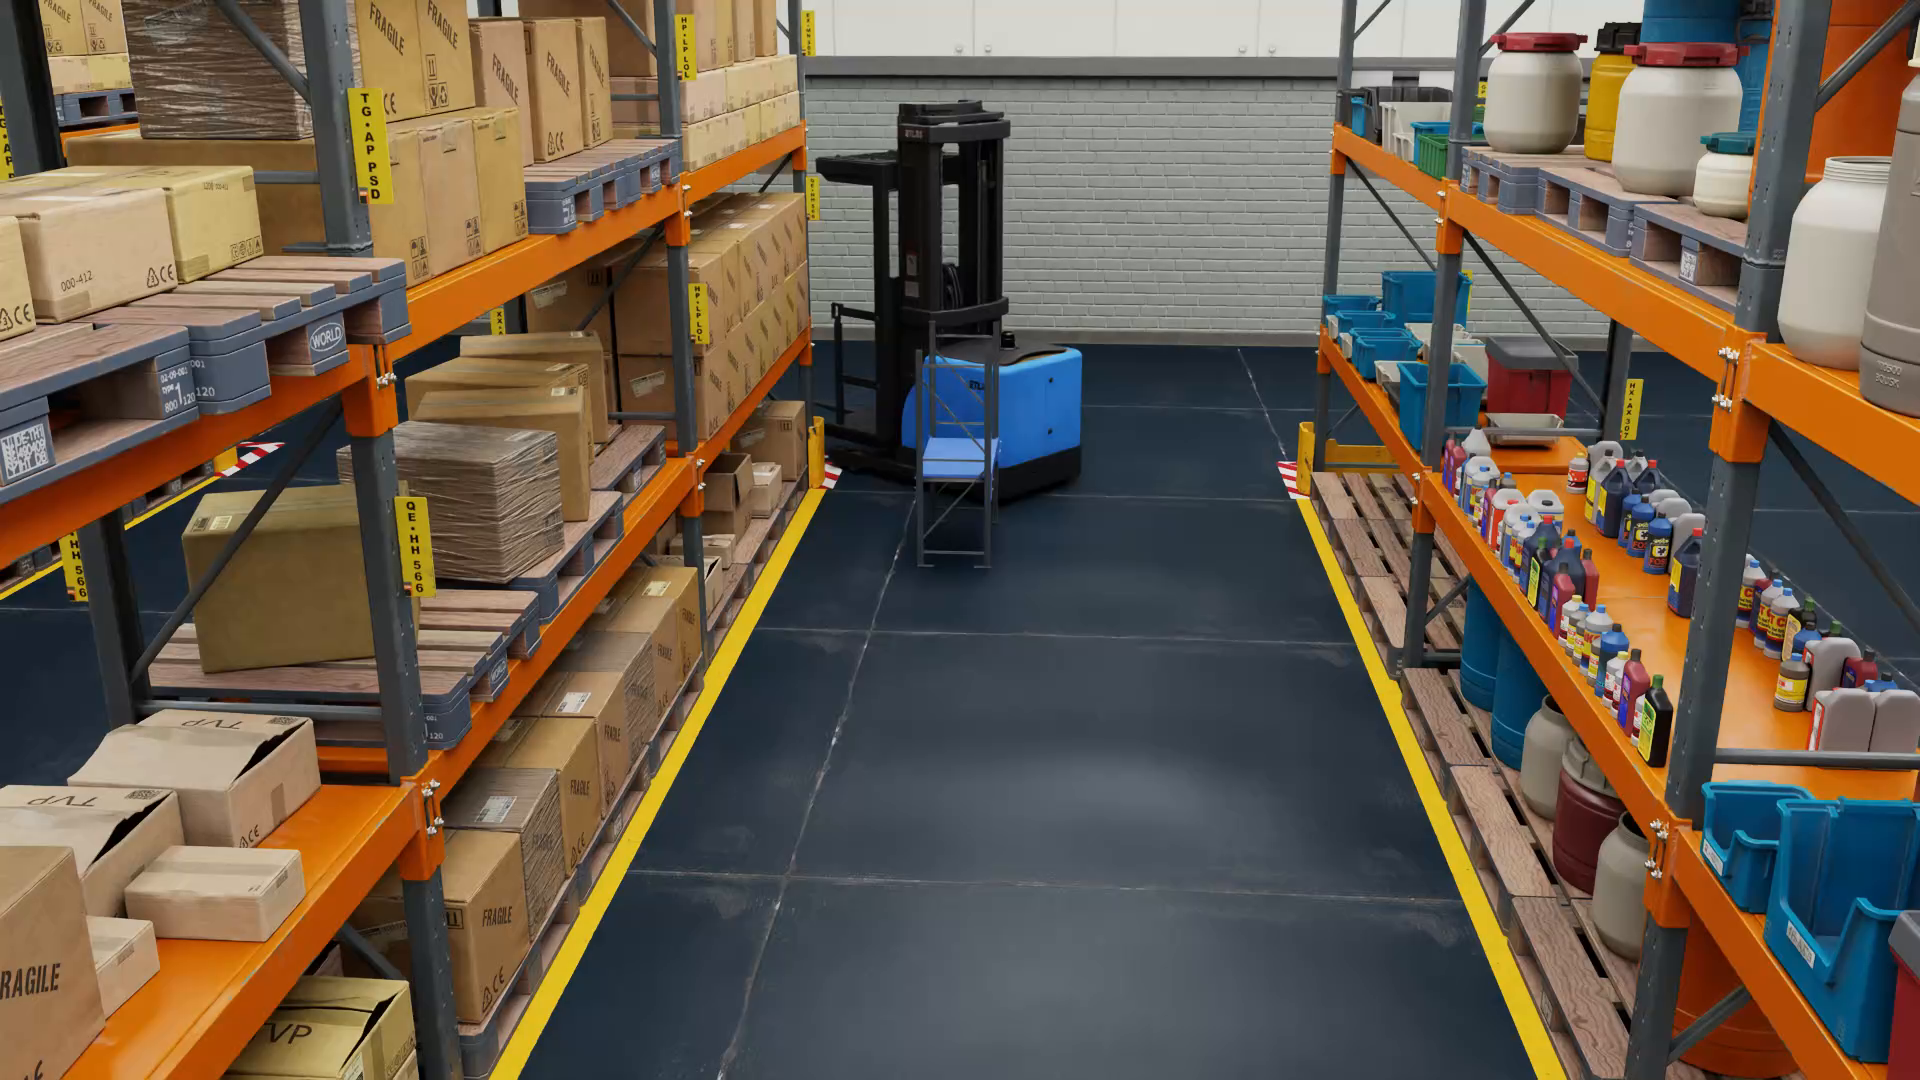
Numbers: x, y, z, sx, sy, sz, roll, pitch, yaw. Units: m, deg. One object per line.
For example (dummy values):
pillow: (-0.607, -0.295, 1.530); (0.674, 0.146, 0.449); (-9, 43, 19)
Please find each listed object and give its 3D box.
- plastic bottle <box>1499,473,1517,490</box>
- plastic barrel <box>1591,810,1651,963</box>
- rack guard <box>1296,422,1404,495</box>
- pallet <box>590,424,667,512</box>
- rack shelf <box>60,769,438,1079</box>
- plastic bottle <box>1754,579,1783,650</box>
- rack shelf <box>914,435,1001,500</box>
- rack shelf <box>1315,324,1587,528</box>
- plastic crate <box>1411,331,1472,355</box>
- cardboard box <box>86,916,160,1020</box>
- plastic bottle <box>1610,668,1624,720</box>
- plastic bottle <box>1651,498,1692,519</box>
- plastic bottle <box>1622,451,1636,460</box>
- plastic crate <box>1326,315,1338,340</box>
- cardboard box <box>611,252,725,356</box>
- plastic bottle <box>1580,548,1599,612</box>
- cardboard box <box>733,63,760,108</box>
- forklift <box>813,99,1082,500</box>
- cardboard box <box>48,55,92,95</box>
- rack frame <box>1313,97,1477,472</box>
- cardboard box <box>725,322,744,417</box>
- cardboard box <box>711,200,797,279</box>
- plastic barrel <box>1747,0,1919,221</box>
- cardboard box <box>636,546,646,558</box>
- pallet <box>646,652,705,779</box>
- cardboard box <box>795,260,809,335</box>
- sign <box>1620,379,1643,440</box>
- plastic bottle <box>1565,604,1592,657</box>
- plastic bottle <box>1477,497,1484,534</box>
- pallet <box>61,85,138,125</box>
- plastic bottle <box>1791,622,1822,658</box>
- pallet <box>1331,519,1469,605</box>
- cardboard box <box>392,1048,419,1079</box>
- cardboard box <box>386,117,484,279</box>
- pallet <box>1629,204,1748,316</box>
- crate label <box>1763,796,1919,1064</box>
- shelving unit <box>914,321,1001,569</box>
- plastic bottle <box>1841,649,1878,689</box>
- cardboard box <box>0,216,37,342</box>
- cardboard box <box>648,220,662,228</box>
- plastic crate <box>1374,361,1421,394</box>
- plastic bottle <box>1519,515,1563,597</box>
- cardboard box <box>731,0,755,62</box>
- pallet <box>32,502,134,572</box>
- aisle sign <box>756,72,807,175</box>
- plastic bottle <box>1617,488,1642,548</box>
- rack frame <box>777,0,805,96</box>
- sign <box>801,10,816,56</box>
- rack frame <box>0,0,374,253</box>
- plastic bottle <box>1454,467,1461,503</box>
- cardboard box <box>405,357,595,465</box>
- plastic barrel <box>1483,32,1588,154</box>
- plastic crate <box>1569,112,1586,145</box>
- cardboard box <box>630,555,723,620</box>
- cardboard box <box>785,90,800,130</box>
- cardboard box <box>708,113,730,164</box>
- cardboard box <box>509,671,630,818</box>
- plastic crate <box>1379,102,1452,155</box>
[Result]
plastic bottle: (2.665, -0.228, 8.121); (0.097, 0.201, 0.097); (0, 18, 0)
plastic barrel: (2.662, 1.327, 6.378); (0.421, 0.512, 0.421); (0, 18, 0)
rack guard: (3.254, -0.631, 13.045); (1.175, 0.500, 0.348); (1, 18, 4)
pallet: (-2.128, -0.343, 8.462); (1.003, 0.211, 1.213); (1, 18, 4)
rack shelf: (-2.391, 1.525, 3.607); (1.077, 0.370, 4.000); (1, 18, 4)
plastic bottle: (3.148, 0.285, 6.442); (0.097, 0.271, 0.097); (0, 18, 0)
rack shelf: (-0.006, -0.515, 11.665); (0.538, 0.185, 1.000); (1, 18, 4)
rack shelf: (3.122, -0.848, 10.848); (1.077, 0.370, 4.000); (1, 18, 4)
plastic crate: (3.353, -1.367, 11.605); (0.396, 0.136, 0.243); (1, 18, 4)
cardboard box: (-2.283, 1.079, 4.217); (0.380, 0.149, 0.250); (3, 18, 8)
plastic bottle: (2.339, 0.526, 5.820); (0.097, 0.201, 0.097); (0, 18, 0)
plastic bottle: (3.201, -0.068, 7.513); (0.152, 0.276, 0.135); (1, 18, 4)
plastic bottle: (3.302, -0.311, 8.241); (0.061, 0.283, 0.133); (1, 18, 4)
plastic crate: (2.814, -1.547, 12.154); (0.250, 0.136, 0.298); (1, 18, 4)
cardboard box: (-1.647, -1.343, 9.438); (0.500, 0.500, 0.500); (2, 18, 5)
plastic bottle: (2.535, 0.185, 6.729); (0.061, 0.283, 0.133); (1, 18, 4)
cardboard box: (-1.562, -2.883, 10.525); (0.500, 0.250, 0.500); (1, 18, 4)
forklift: (-0.455, -2.063, 13.513); (3.031, 2.935, 1.130); (16, 24, 40)
cardboard box: (-6.440, -3.238, 11.577); (0.500, 0.250, 0.500); (1, 18, 2)
rack frame: (3.266, -1.811, 12.632); (1.000, 3.000, 0.127); (1, 18, 4)
cardboard box: (-1.620, -1.039, 10.116); (0.500, 0.500, 0.500); (2, 18, 5)
cardboard box: (-1.468, -2.144, 11.882); (0.500, 0.500, 0.500); (2, 18, 5)
plastic barrel: (2.736, -1.332, 4.988); (0.600, 0.830, 0.708); (1, 18, 4)
cardboard box: (-2.203, 0.115, 10.062); (0.500, 0.500, 0.500); (1, 18, 4)
pallet: (-1.982, 0.898, 8.842); (1.003, 0.211, 1.213); (1, 18, 4)
cardboard box: (-1.435, -1.825, 12.515); (0.500, 0.500, 0.500); (2, 18, 6)
sign: (3.528, -0.687, 8.758); (0.100, 0.325, 0.005); (1, 18, 4)
plastic bottle: (2.381, 0.345, 6.373); (0.097, 0.201, 0.097); (0, 18, 0)
plastic bottle: (2.490, -0.129, 7.820); (0.097, 0.201, 0.097); (0, 18, 0)
pallet: (-6.659, -3.185, 12.150); (1.003, 0.211, 1.213); (1, 18, 4)
plastic bottle: (3.054, 0.427, 6.008); (0.097, 0.271, 0.097); (0, 18, 0)
pallet: (3.078, 0.147, 11.134); (1.003, 0.211, 1.213); (1, 18, 4)
cardboard box: (-2.043, 1.838, 5.238); (0.500, 0.250, 0.500); (2, 18, 5)
cardboard box: (-2.214, -1.206, 5.807); (0.910, 0.500, 0.500); (1, 18, 4)
pallet: (2.845, -0.897, 5.330); (1.003, 0.211, 1.213); (1, 18, 4)
crate label: (2.351, 0.960, 4.121); (0.502, 0.435, 0.616); (1, 18, 4)
shelving unit: (-0.006, -0.686, 11.609); (0.538, 1.500, 1.048); (1, 18, 4)
plastic bottle: (3.115, 0.501, 5.764); (0.061, 0.283, 0.133); (1, 18, 4)
cardboard box: (-2.296, -0.509, 3.408); (0.500, 0.250, 0.500); (1, 18, 3)
cardboard box: (-2.076, -1.838, 10.948); (0.500, 0.500, 0.500); (1, 18, 3)
plastic crate: (2.804, -1.019, 10.544); (0.293, 0.136, 0.466); (1, 18, 4)
plastic bottle: (2.453, 0.060, 7.003); (0.144, 0.351, 0.185); (1, 18, 4)
cardboard box: (-1.744, -3.400, 10.897); (0.700, 0.500, 0.500); (1, 18, 4)
pallet: (-6.685, -0.079, 11.825); (1.003, 0.211, 1.213); (1, 18, 4)
aisle sign: (-1.364, -3.172, 12.612); (0.394, 0.787, 0.004); (1, 18, 4)
plastic bottle: (3.085, -0.105, 7.632); (0.097, 0.271, 0.097); (0, 18, 0)
rack frame: (-1.675, -4.773, 12.039); (1.000, 3.000, 0.127); (1, 18, 4)
sign: (-1.123, -3.750, 12.311); (0.100, 0.325, 0.005); (1, 18, 4)
rack frame: (-2.248, -2.289, 4.456); (1.000, 3.000, 0.127); (1, 18, 4)
plastic bottle: (2.528, -0.292, 8.316); (0.097, 0.201, 0.097); (0, 18, 0)
cardboard box: (-2.204, -0.570, 8.011); (0.700, 0.500, 0.500); (4, 19, 13)
plastic barrel: (2.691, -2.100, 7.805); (0.433, 0.535, 0.433); (0, 18, 0)
plastic crate: (3.341, -2.312, 9.553); (0.497, 0.269, 0.590); (1, 18, 4)
cardboard box: (-1.716, 0.263, 9.915); (0.500, 0.311, 0.500); (1, 18, 4)
cardboard box: (-1.448, -3.111, 12.025); (0.500, 0.250, 0.500); (1, 18, 4)
cardboard box: (-1.640, -2.335, 9.656); (0.500, 0.250, 0.500); (1, 18, 4)
cardboard box: (-1.825, 0.925, 7.590); (0.500, 0.500, 0.500); (1, 18, 2)
plastic crate: (2.799, -2.499, 10.104); (0.437, 0.282, 0.530); (1, 18, 4)
